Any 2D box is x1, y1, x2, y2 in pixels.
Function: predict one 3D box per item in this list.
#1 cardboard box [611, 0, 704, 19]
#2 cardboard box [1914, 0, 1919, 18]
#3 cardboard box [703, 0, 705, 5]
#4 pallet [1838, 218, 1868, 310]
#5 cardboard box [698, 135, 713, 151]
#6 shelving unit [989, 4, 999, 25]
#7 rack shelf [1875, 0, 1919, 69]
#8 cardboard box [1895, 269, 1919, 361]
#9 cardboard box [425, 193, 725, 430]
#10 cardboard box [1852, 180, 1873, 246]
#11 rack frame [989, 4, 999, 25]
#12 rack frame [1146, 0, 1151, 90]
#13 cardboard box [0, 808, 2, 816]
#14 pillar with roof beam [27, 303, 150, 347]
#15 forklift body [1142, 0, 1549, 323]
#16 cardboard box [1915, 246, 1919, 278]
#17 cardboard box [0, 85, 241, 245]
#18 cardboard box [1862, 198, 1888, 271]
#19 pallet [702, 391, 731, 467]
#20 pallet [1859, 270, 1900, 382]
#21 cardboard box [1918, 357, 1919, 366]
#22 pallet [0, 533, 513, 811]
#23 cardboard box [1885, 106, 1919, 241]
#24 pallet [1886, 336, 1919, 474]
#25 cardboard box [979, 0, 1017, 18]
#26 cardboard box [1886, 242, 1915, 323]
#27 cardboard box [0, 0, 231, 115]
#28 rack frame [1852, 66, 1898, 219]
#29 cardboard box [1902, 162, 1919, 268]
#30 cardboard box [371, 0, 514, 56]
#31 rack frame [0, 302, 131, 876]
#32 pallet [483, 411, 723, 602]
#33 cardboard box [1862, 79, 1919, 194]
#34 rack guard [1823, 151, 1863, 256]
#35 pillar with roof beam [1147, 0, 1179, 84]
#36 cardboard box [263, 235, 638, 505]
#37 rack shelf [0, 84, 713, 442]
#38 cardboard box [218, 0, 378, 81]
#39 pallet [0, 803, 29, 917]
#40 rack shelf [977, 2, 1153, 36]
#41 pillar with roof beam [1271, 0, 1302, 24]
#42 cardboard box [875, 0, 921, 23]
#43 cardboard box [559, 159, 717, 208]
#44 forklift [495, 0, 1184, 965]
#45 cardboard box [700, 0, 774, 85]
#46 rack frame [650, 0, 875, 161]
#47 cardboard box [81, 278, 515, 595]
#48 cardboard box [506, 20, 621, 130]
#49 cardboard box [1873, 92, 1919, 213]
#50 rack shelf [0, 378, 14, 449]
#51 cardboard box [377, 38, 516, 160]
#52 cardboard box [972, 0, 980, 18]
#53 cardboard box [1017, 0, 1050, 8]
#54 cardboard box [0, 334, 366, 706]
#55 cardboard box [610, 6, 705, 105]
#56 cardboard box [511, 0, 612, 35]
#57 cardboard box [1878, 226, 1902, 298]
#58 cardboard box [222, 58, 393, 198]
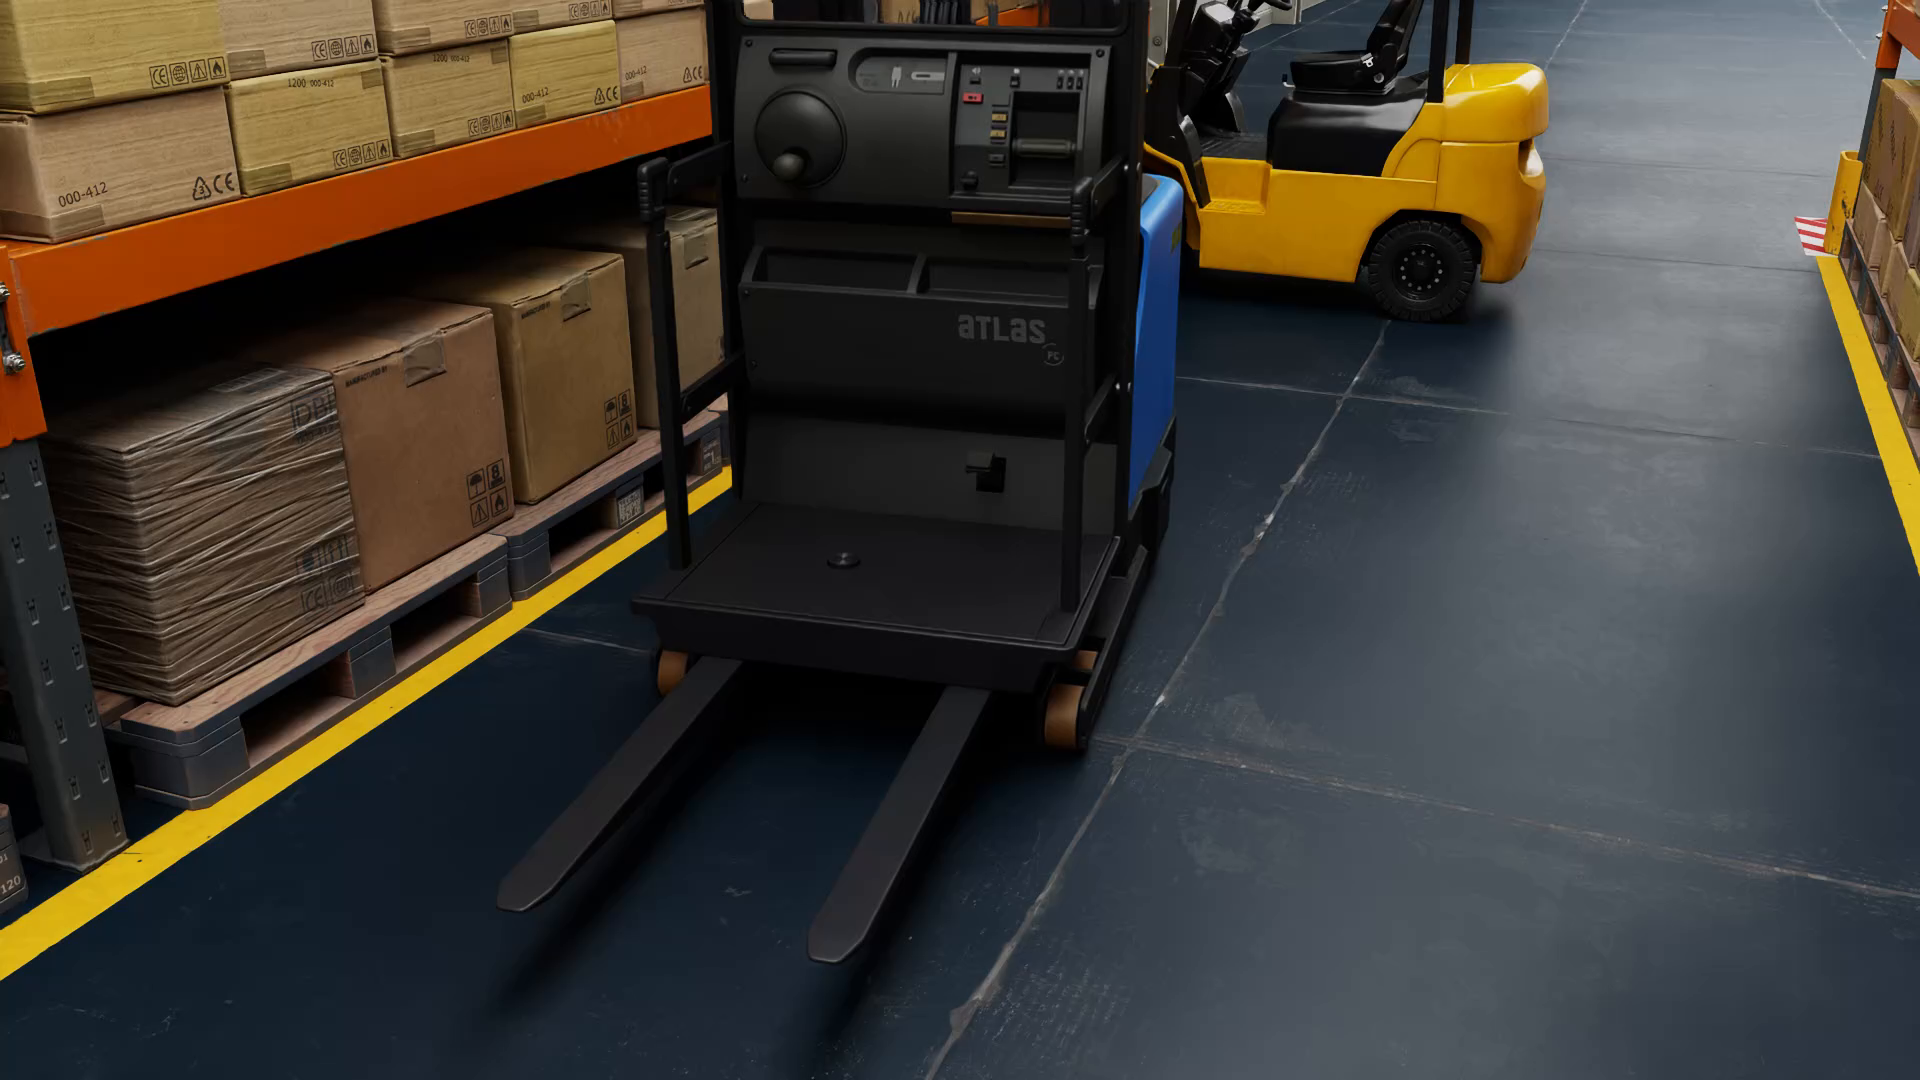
[{"bbox_3d":[-1.143,-1.776,5.156,0.500,0.250,0.500,9,24,21],"label":"cardboard box"},{"bbox_3d":[4.568,-2.448,7.546,0.380,0.149,0.250,9,24,21],"label":"cardboard box"},{"bbox_3d":[-0.948,-1.958,5.592,0.500,0.250,0.500,8,24,19],"label":"cardboard box"},{"bbox_3d":[4.915,-1.317,8.128,1.003,0.211,1.213,9,24,20],"label":"pallet"},{"bbox_3d":[-0.815,-1.784,7.355,0.500,0.250,0.500,9,24,21],"label":"cardboard box"},{"bbox_3d":[0.208,-1.070,5.865,0.431,1.500,0.755,6,23,13],"label":"shelving unit"},{"bbox_3d":[4.534,-1.869,6.765,1.077,0.370,4.000,9,24,20],"label":"rack shelf"},{"bbox_3d":[3.950,-0.852,6.420,0.500,0.250,0.500,8,24,19],"label":"cardboard box"},{"bbox_3d":[-1.297,-0.827,5.875,0.875,0.625,0.625,9,24,20],"label":"cardboard box"},{"bbox_3d":[4.721,-1.592,8.193,0.500,0.250,0.500,9,24,20],"label":"cardboard box"},{"bbox_3d":[0.299,-1.206,6.192,0.400,1.500,0.023,6,23,13],"label":"rack frame"},{"bbox_3d":[0.667,-3.626,10.038,1.000,3.000,0.127,9,24,20],"label":"rack frame"},{"bbox_3d":[-2.262,0.379,3.149,0.500,0.500,0.500,10,24,22],"label":"cardboard box"},{"bbox_3d":[1.340,-3.510,1.978,9.100,9.000,0.400,9,24,20],"label":"pillar with roof beam"},{"bbox_3d":[1.657,-2.294,7.952,2.313,2.155,1.214,9,24,20],"label":"forklift body"},{"bbox_3d":[3.949,-1.188,6.253,0.500,0.500,0.500,9,24,21],"label":"cardboard box"},{"bbox_3d":[-1.912,-0.817,3.509,0.500,0.250,0.500,9,24,20],"label":"cardboard box"},{"bbox_3d":[4.524,-1.411,7.758,0.500,0.250,0.500,10,25,22],"label":"cardboard box"},{"bbox_3d":[-1.056,-0.638,6.504,1.003,0.211,1.213,9,24,20],"label":"pallet"},{"bbox_3d":[4.460,-0.882,7.087,1.003,0.211,1.213,9,24,20],"label":"pallet"},{"bbox_3d":[3.762,-0.660,5.961,0.500,0.250,0.500,10,25,22],"label":"cardboard box"},{"bbox_3d":[-1.962,0.235,4.414,1.003,0.211,1.213,9,24,20],"label":"pallet"},{"bbox_3d":[4.329,-1.564,7.151,0.500,0.500,0.500,9,24,21],"label":"cardboard box"},{"bbox_3d":[4.008,-0.444,6.038,1.003,0.211,1.213,9,24,20],"label":"pallet"},{"bbox_3d":[-0.046,-2.732,7.769,0.500,0.500,0.500,9,24,20],"label":"cardboard box"},{"bbox_3d":[4.143,-1.033,6.854,0.500,0.250,0.500,9,24,21],"label":"cardboard box"},{"bbox_3d":[-1.889,-1.044,3.405,0.500,0.250,0.500,9,24,20],"label":"cardboard box"},{"bbox_3d":[5.277,-2.916,8.340,1.000,3.000,0.127,9,24,20],"label":"rack frame"},{"bbox_3d":[4.138,-1.371,6.690,0.500,0.500,0.500,10,25,23],"label":"cardboard box"},{"bbox_3d":[-1.514,-1.412,4.284,0.500,0.250,0.500,8,24,19],"label":"cardboard box"},{"bbox_3d":[-2.304,-0.763,3.184,1.000,3.000,0.127,9,24,20],"label":"rack frame"},{"bbox_3d":[-1.507,-0.200,5.455,1.003,0.211,1.213,9,24,20],"label":"pallet"},{"bbox_3d":[4.713,-1.930,8.027,0.500,0.500,0.500,8,24,18],"label":"cardboard box"},{"bbox_3d":[5.249,-1.736,8.756,1.175,0.500,0.348,9,24,20],"label":"rack guard"},{"bbox_3d":[5.798,-7.804,12.259,9.100,9.000,0.400,9,24,20],"label":"pillar with roof beam"},{"bbox_3d":[-1.575,-0.558,5.230,0.875,0.625,0.625,8,24,18],"label":"cardboard box"},{"bbox_3d":[-1.561,-1.146,5.036,1.077,0.370,4.000,9,24,20],"label":"rack shelf"},{"bbox_3d":[-1.725,-1.227,3.842,0.500,0.250,0.500,10,25,22],"label":"cardboard box"},{"bbox_3d":[-2.617,0.786,3.095,1.003,0.211,1.213,9,24,20],"label":"pallet"},{"bbox_3d":[-0.075,-2.578,8.463,1.077,0.370,4.000,9,24,20],"label":"rack shelf"},{"bbox_3d":[8.026,-9.952,17.399,9.100,9.000,0.400,9,24,20],"label":"pillar with roof beam"},{"bbox_3d":[-0.411,-2.362,6.882,0.500,0.500,0.500,8,24,19],"label":"cardboard box"},{"bbox_3d":[-1.002,-1.104,6.537,0.875,0.625,0.625,10,25,22],"label":"cardboard box"},{"bbox_3d":[-0.153,-1.005,3.853,1.130,2.935,3.031,6,23,13],"label":"forklift"},{"bbox_3d":[-0.944,-1.726,5.686,0.500,0.250,0.500,9,24,20],"label":"cardboard box"},{"bbox_3d":[-0.818,-2.194,6.611,1.000,3.000,0.127,9,24,20],"label":"rack frame"},{"bbox_3d":[-1.824,-0.317,4.653,0.875,0.625,0.625,10,25,22],"label":"cardboard box"},{"bbox_3d":[-1.342,-1.367,4.826,0.500,0.250,0.500,10,25,22],"label":"cardboard box"},{"bbox_3d":[4.523,-1.742,7.578,0.500,0.500,0.500,8,24,18],"label":"cardboard box"},{"bbox_3d":[-3.047,0.285,1.609,1.077,0.370,4.000,9,24,20],"label":"rack shelf"},{"bbox_3d":[-1.536,-1.182,4.382,0.500,0.250,0.500,8,24,18],"label":"cardboard box"},{"bbox_3d":[-0.233,-2.550,7.334,0.500,0.500,0.500,9,24,21],"label":"cardboard box"},{"bbox_3d":[0.161,-2.909,8.192,0.500,0.500,0.500,9,24,20],"label":"cardboard box"},{"bbox_3d":[-2.060,-0.082,4.091,0.875,0.625,0.625,10,25,22],"label":"cardboard box"},{"bbox_3d":[-1.157,-1.553,5.271,0.500,0.250,0.500,9,24,20],"label":"cardboard box"},{"bbox_3d":[-1.348,-1.598,4.730,0.500,0.250,0.500,9,24,21],"label":"cardboard box"},{"bbox_3d":[4.333,-1.214,7.286,0.500,0.250,0.500,11,25,24],"label":"cardboard box"},{"bbox_3d":[-1.721,-0.997,3.939,0.500,0.250,0.500,8,24,19],"label":"cardboard box"}]
